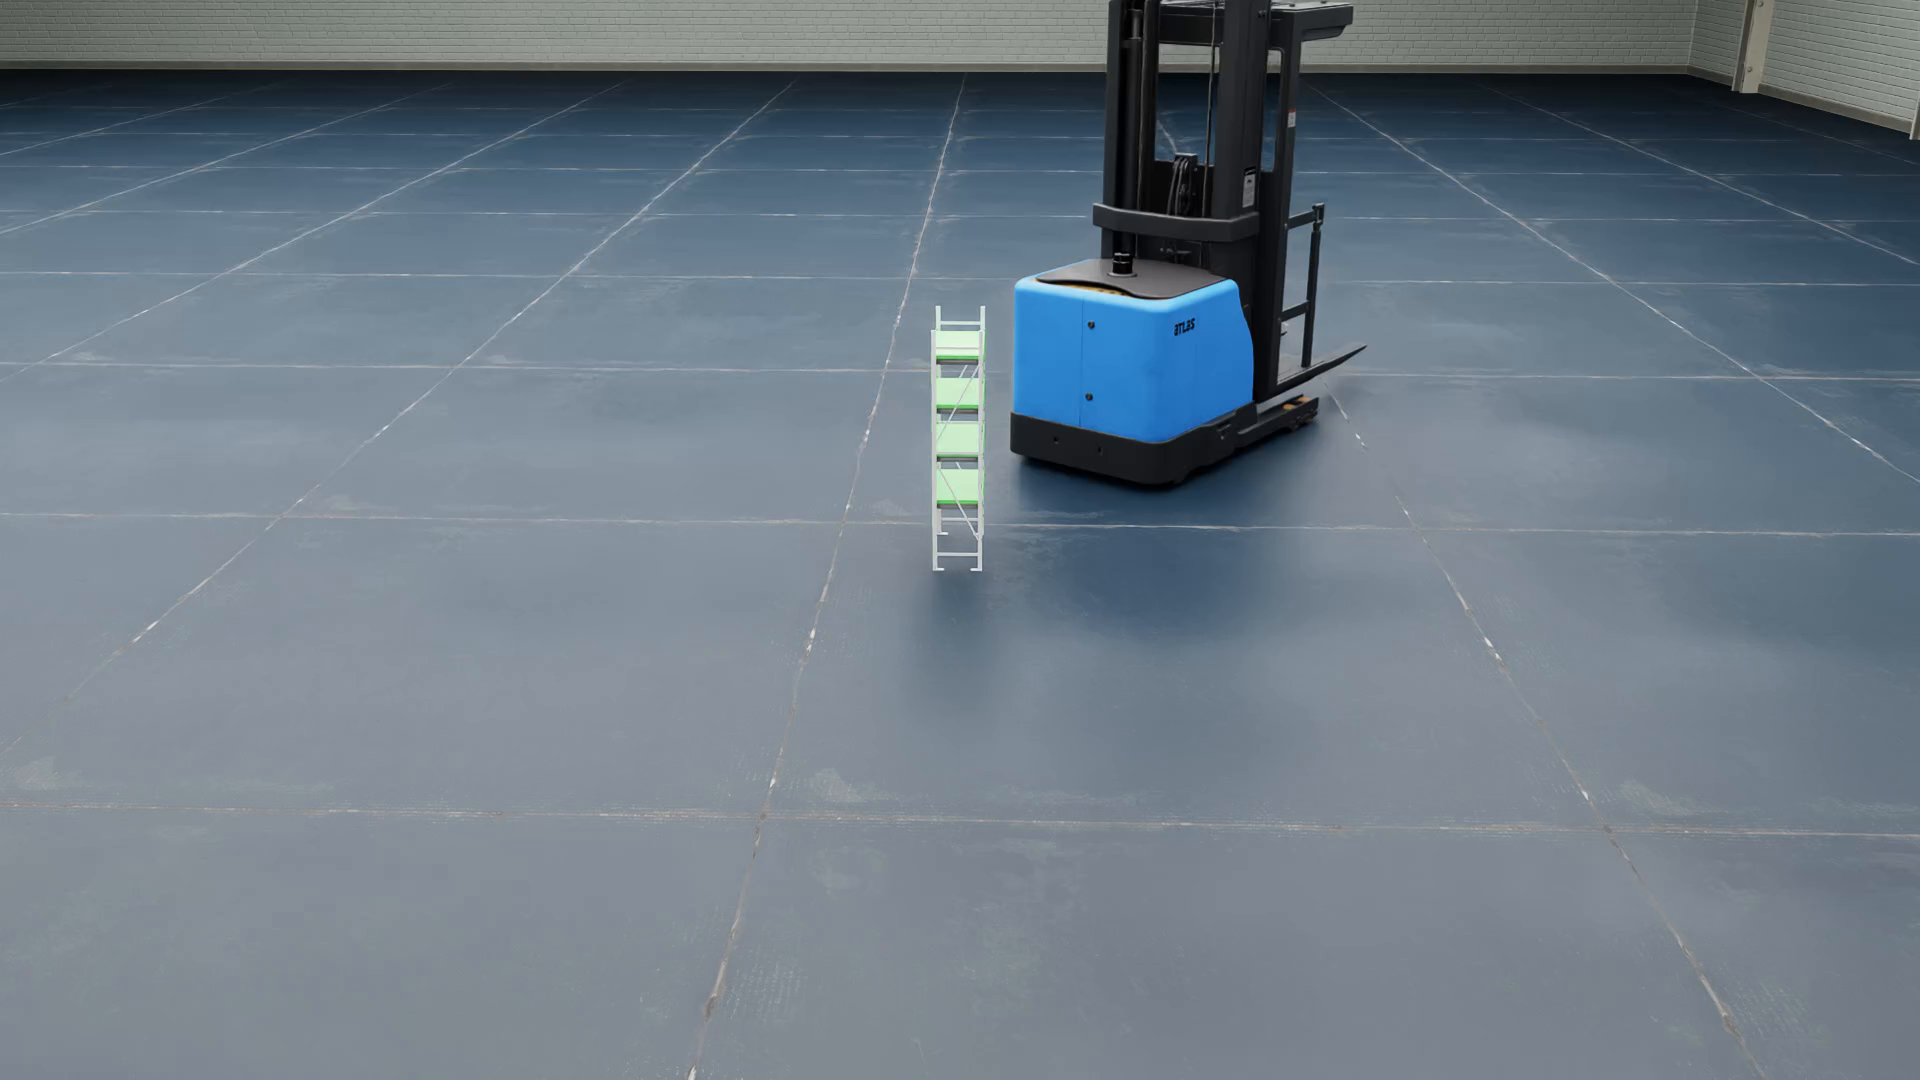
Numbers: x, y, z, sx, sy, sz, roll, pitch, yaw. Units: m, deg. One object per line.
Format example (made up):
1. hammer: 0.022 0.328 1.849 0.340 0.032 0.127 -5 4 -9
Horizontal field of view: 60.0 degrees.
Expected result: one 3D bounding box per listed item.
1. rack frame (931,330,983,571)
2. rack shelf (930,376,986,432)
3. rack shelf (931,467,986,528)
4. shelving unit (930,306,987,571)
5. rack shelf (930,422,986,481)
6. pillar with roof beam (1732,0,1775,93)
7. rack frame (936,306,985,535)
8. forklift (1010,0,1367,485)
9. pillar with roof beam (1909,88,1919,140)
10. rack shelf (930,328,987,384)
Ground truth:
1. rack frame: -0.012 -0.411 7.930 0.240 1.200 0.015 1 21 2
2. rack shelf: -0.005 -0.664 8.094 0.258 0.148 0.480 1 21 2
3. rack shelf: -0.005 -0.216 8.268 0.258 0.148 0.480 1 21 2
4. shelving unit: -0.005 -0.500 8.158 0.258 1.200 0.503 1 21 2
5. rack shelf: -0.005 -0.440 8.181 0.258 0.148 0.480 1 21 2
6. pillar with roof beam: 8.900 -11.780 26.450 9.100 9.000 0.400 1 21 2
7. rack frame: 0.002 -0.588 8.385 0.240 1.200 0.015 1 21 2
8. forklift: 1.590 -2.136 9.982 1.130 2.935 3.031 16 26 35
9. pillar with roof beam: 8.717 -9.611 20.859 9.100 9.000 0.400 1 21 2
10. rack shelf: -0.005 -0.887 8.007 0.258 0.148 0.480 1 21 2
